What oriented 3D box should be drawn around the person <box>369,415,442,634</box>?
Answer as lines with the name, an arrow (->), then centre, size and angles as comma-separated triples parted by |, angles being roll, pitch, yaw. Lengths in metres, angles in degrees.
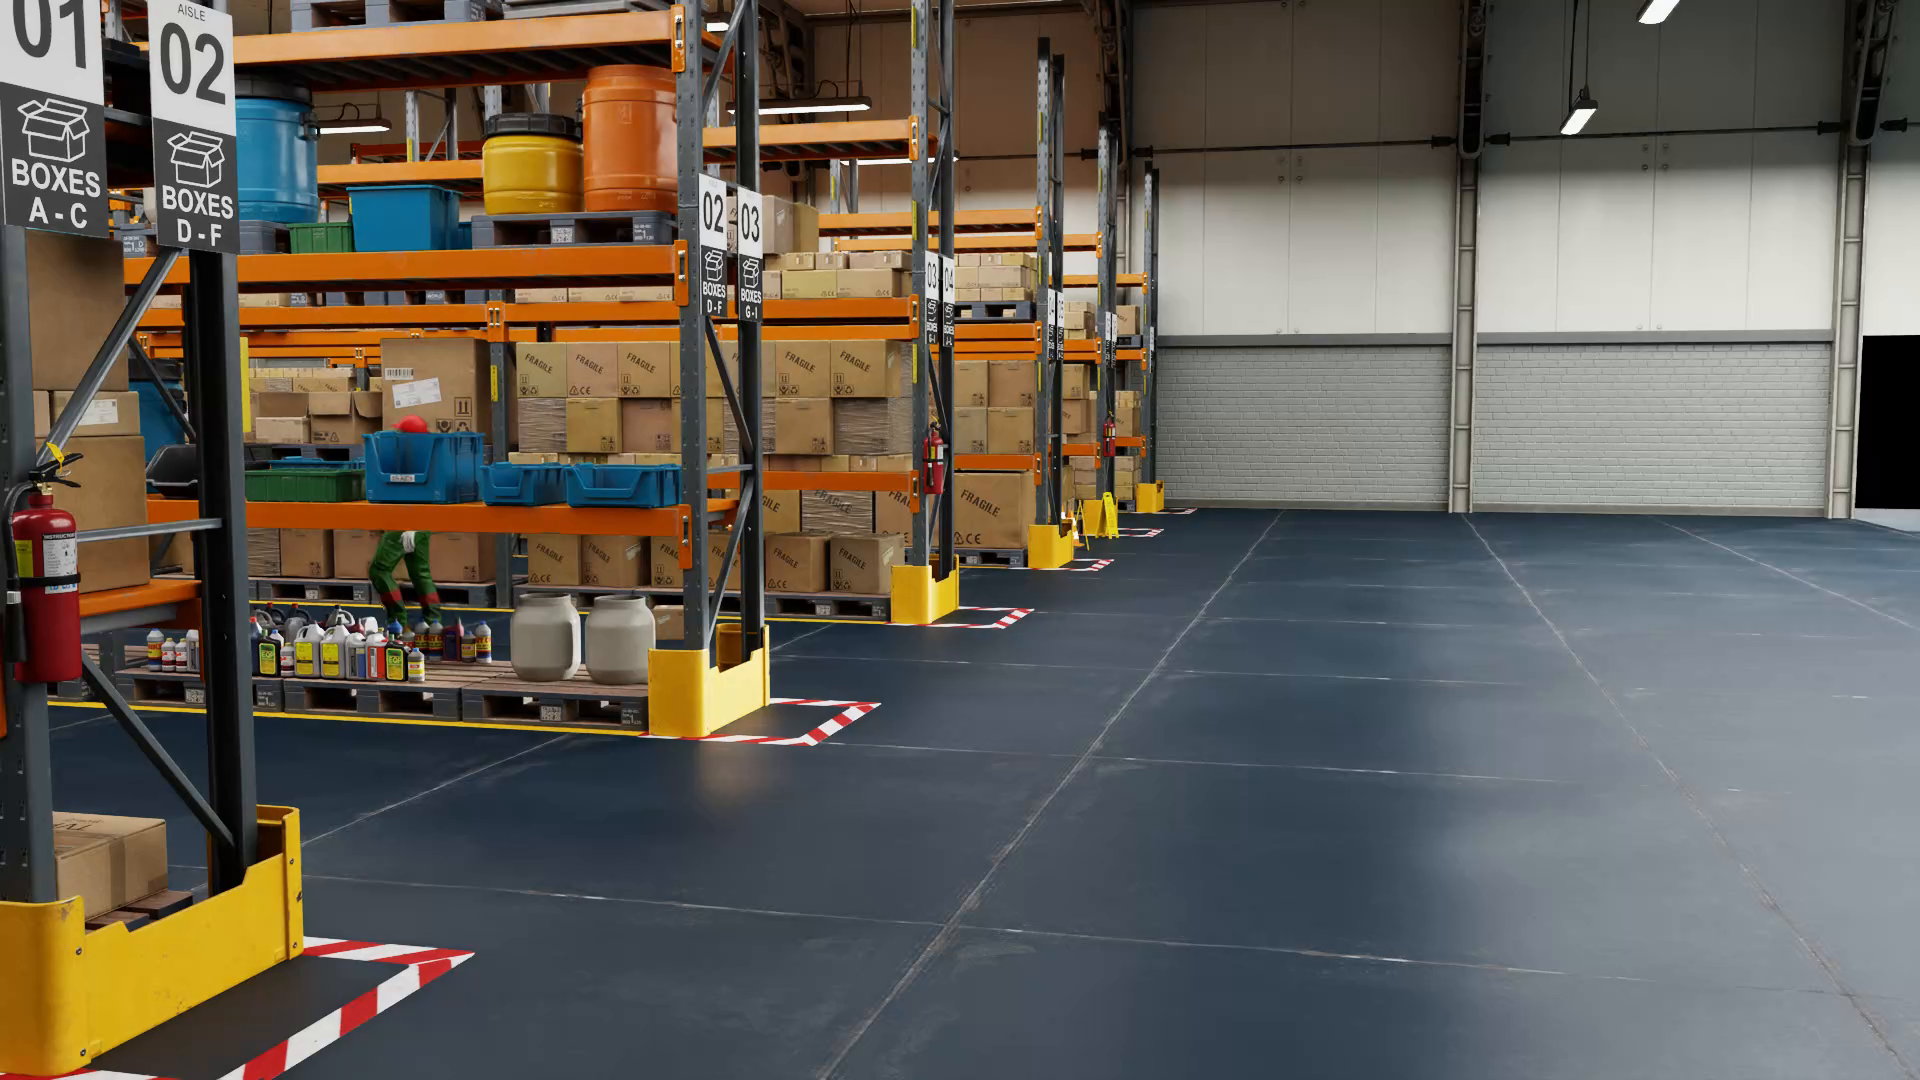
person -> -4.351, -0.062, 13.063 | 0.505, 1.841, 0.589 | 0, 5, -1
